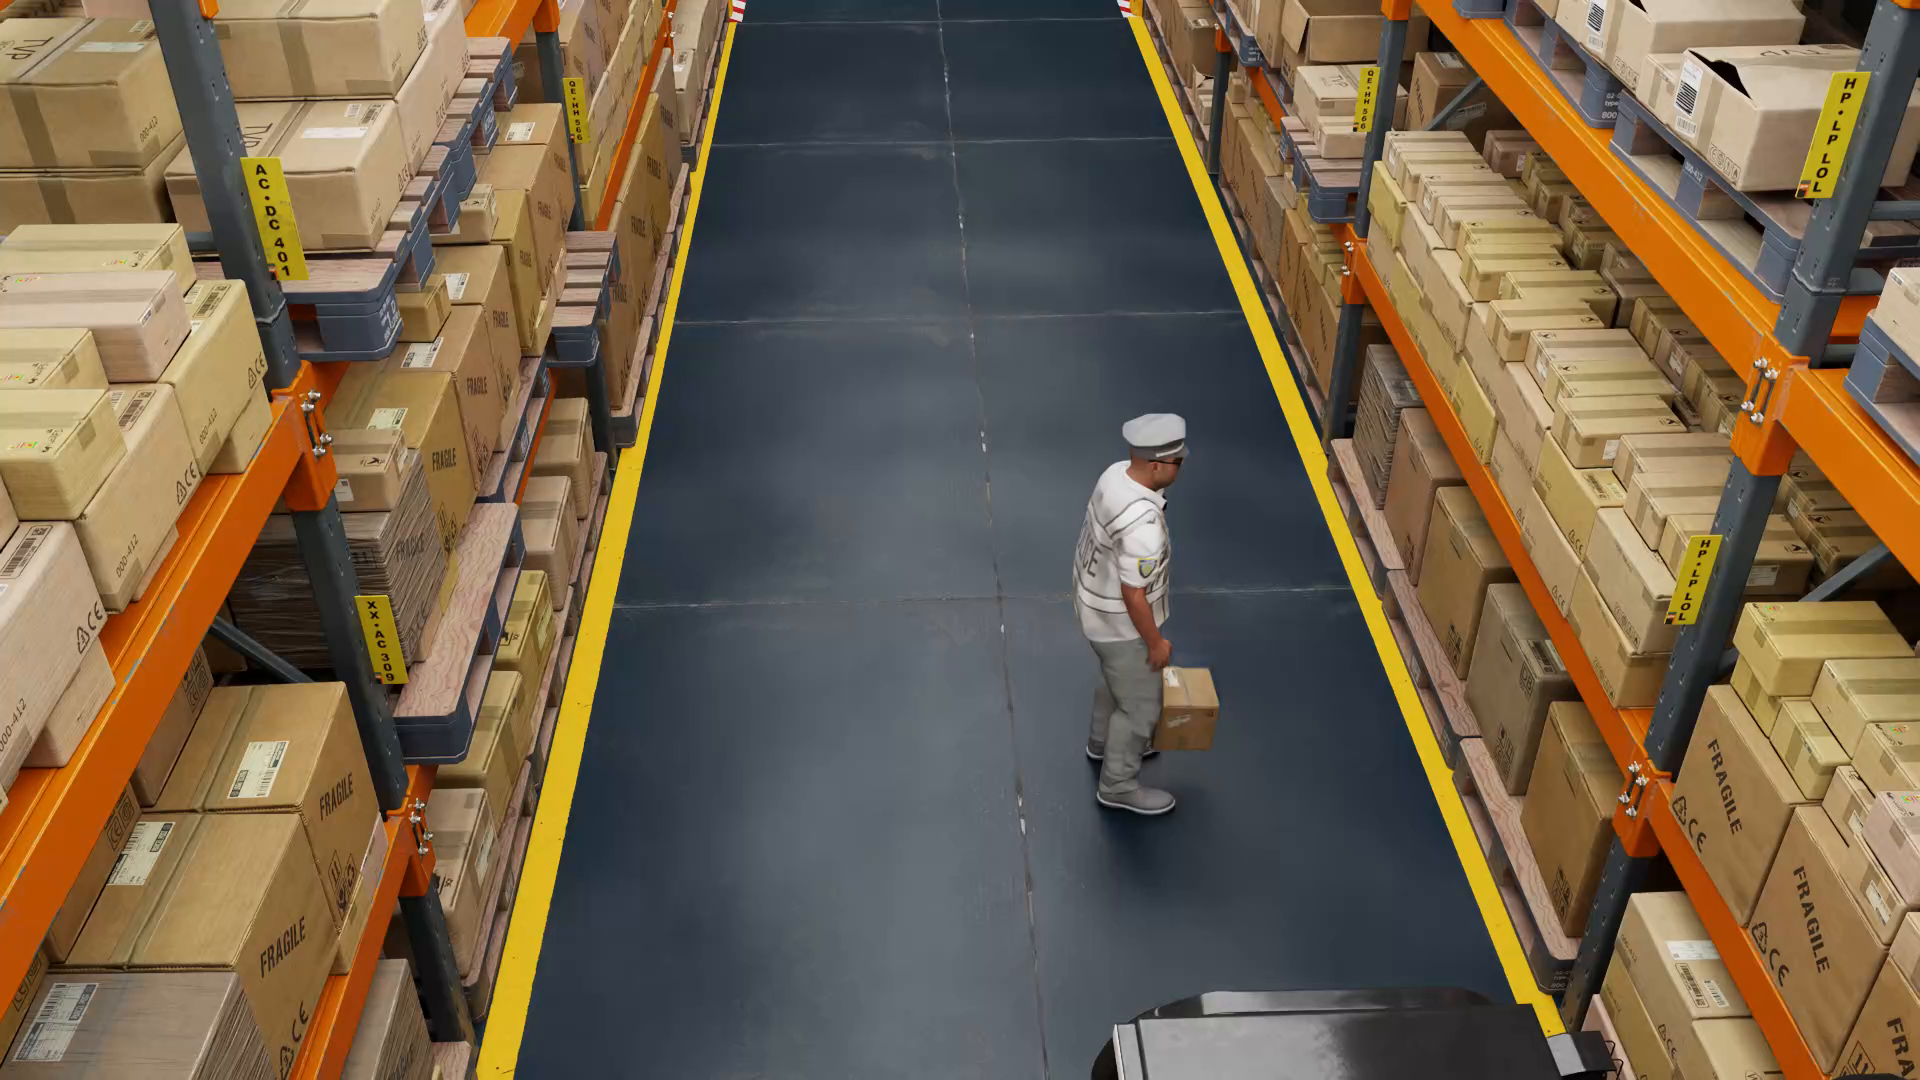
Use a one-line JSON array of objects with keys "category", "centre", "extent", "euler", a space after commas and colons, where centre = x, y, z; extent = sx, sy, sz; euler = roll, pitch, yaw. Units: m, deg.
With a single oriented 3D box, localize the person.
[{"category": "person", "centre": [0.676, 0.287, 6.729], "extent": [0.437, 1.747, 0.605], "euler": [-4, 35, -5]}]
